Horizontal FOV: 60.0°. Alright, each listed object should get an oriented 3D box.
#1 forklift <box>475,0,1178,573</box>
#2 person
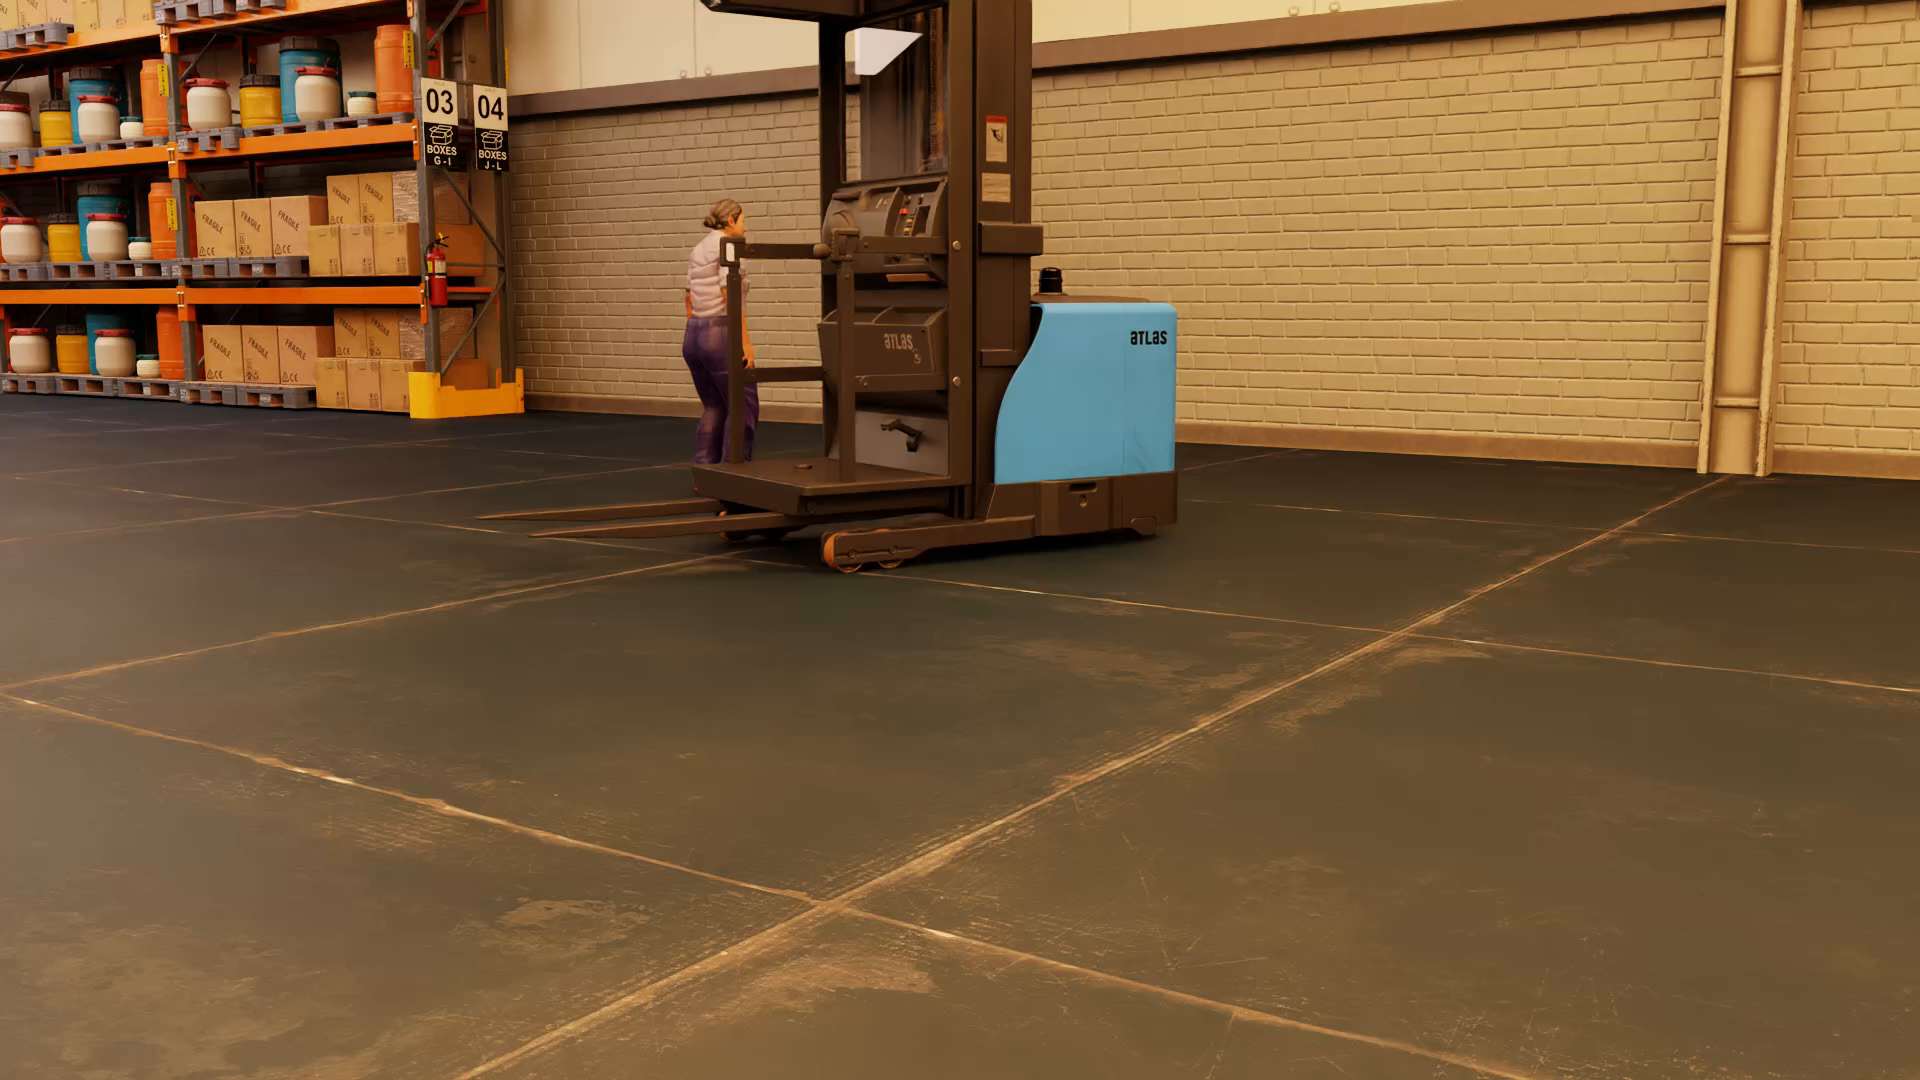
[{"bbox_3d":[-0.507,-1.403,7.061,3.031,2.935,1.130,-5,10,-33],"label":"forklift"},{"bbox_3d":[-1.327,-1.074,9.308,0.387,1.650,0.551,-6,10,-38],"label":"person"}]
